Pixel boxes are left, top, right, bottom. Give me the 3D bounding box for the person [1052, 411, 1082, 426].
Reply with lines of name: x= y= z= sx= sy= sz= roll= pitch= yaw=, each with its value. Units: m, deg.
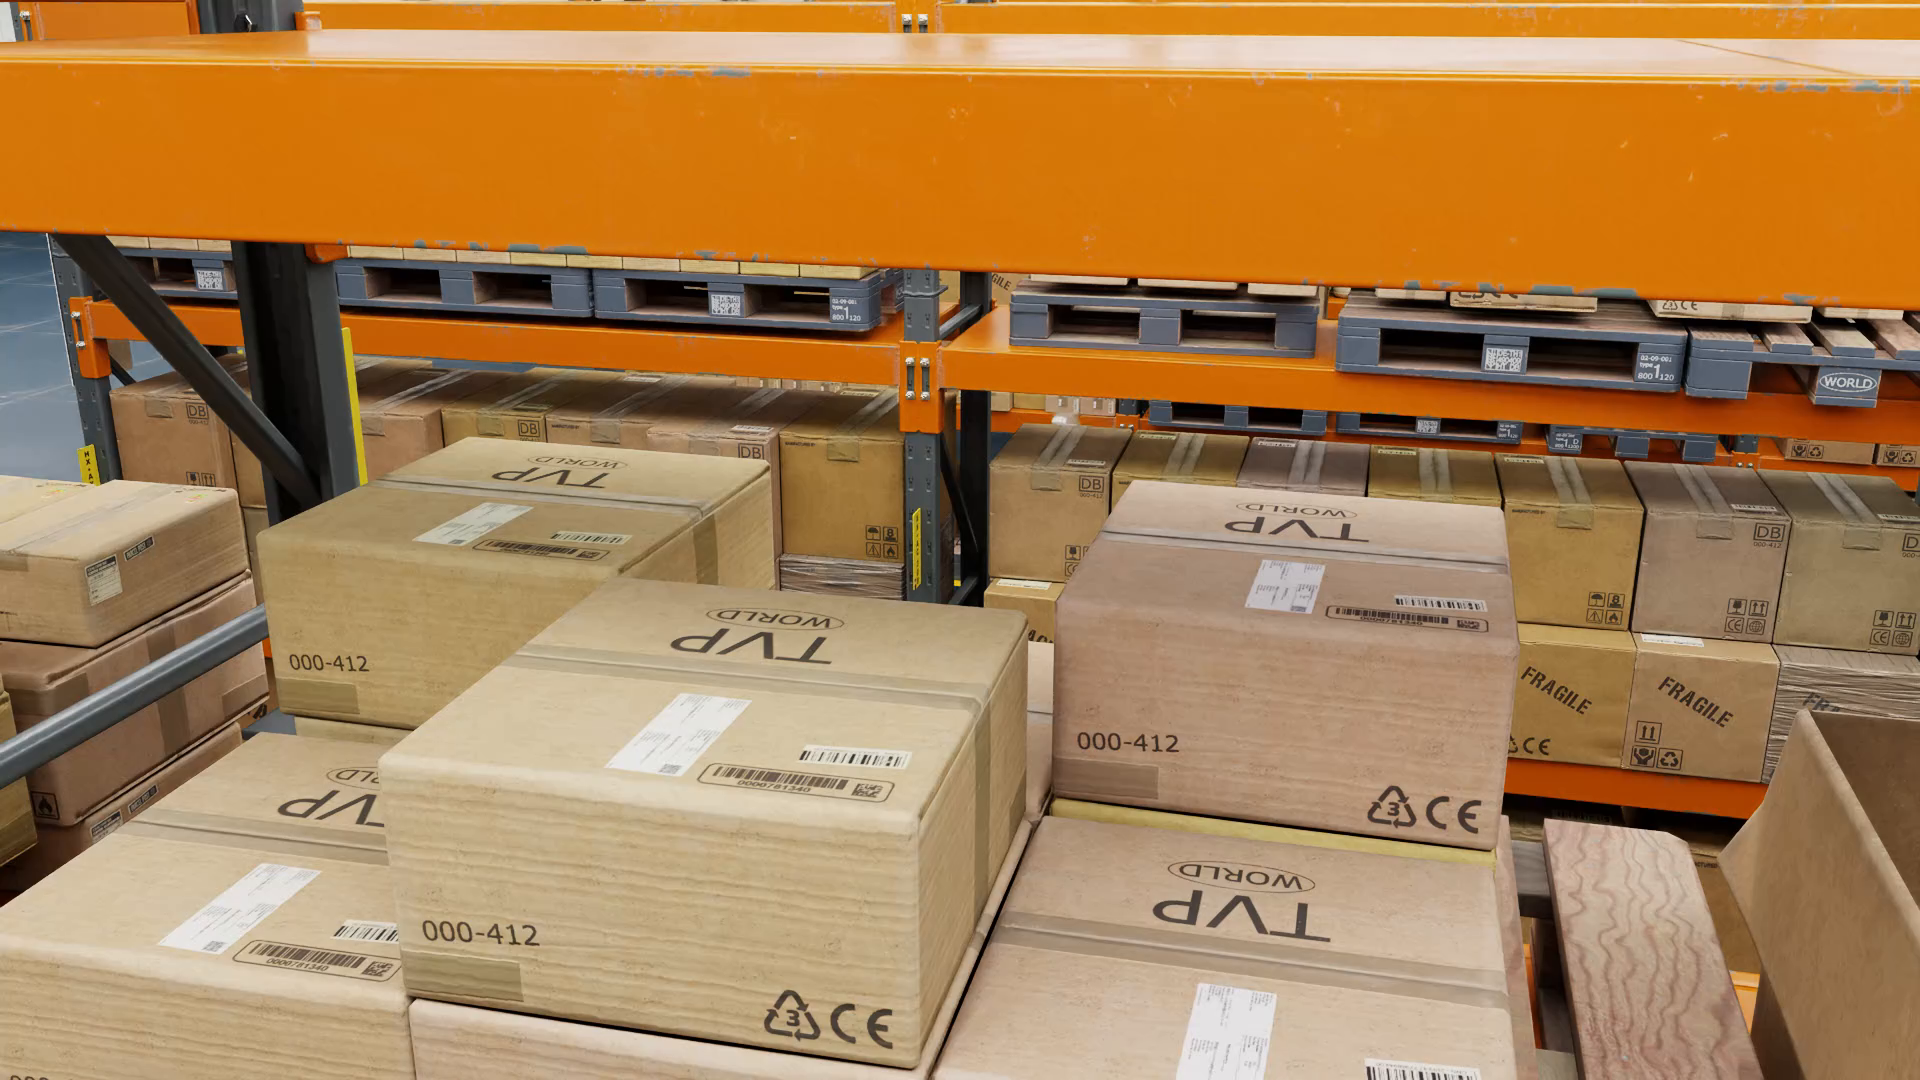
person: x=0.656 y=0.029 z=10.407 sx=0.556 sy=1.668 sz=0.537 roll=5 pitch=19 yaw=14
